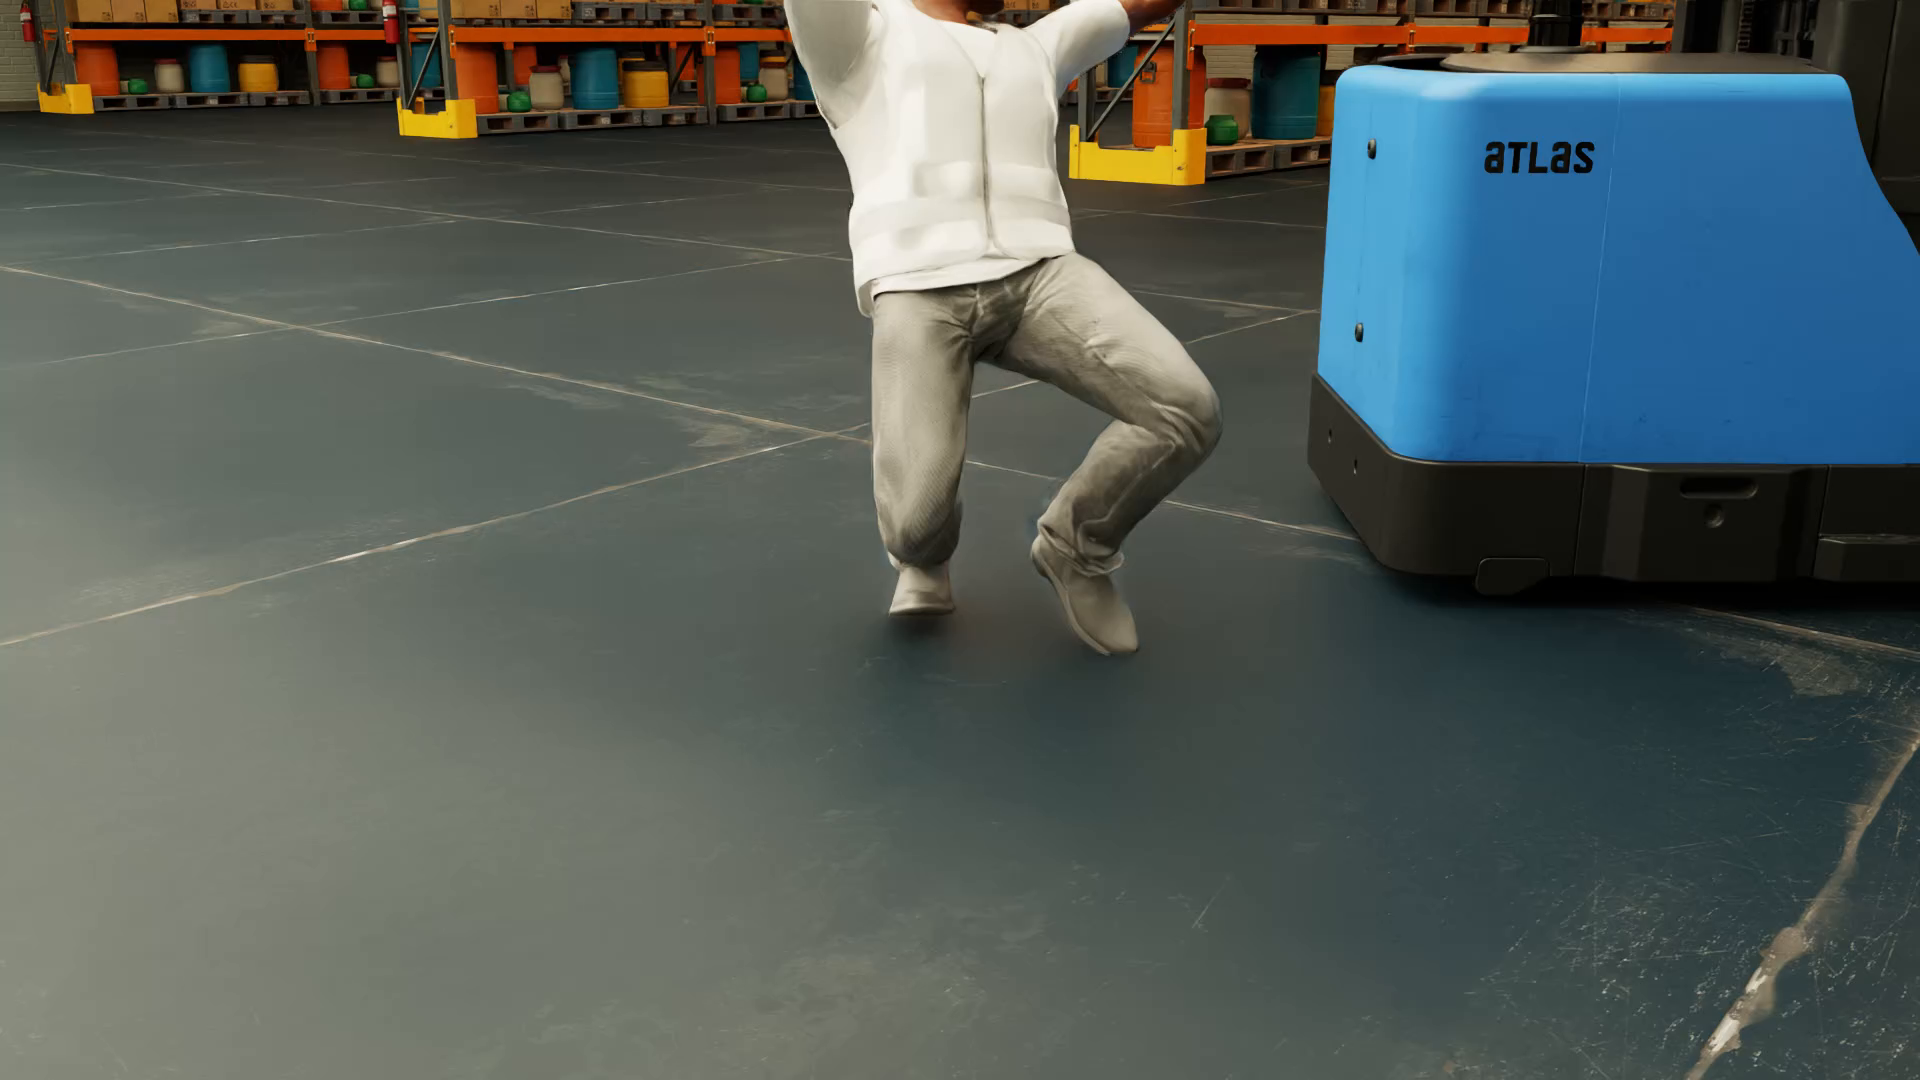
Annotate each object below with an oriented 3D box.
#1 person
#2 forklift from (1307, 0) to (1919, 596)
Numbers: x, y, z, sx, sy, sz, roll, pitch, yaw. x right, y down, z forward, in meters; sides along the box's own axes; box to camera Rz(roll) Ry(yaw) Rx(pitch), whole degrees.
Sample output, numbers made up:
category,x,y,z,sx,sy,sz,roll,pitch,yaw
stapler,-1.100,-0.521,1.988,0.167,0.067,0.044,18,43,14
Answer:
category,x,y,z,sx,sy,sz,roll,pitch,yaw
person,0.234,-0.603,3.141,1.137,1.663,0.832,-6,18,-19
forklift,2.415,-1.402,3.515,3.031,2.935,1.130,0,17,1
